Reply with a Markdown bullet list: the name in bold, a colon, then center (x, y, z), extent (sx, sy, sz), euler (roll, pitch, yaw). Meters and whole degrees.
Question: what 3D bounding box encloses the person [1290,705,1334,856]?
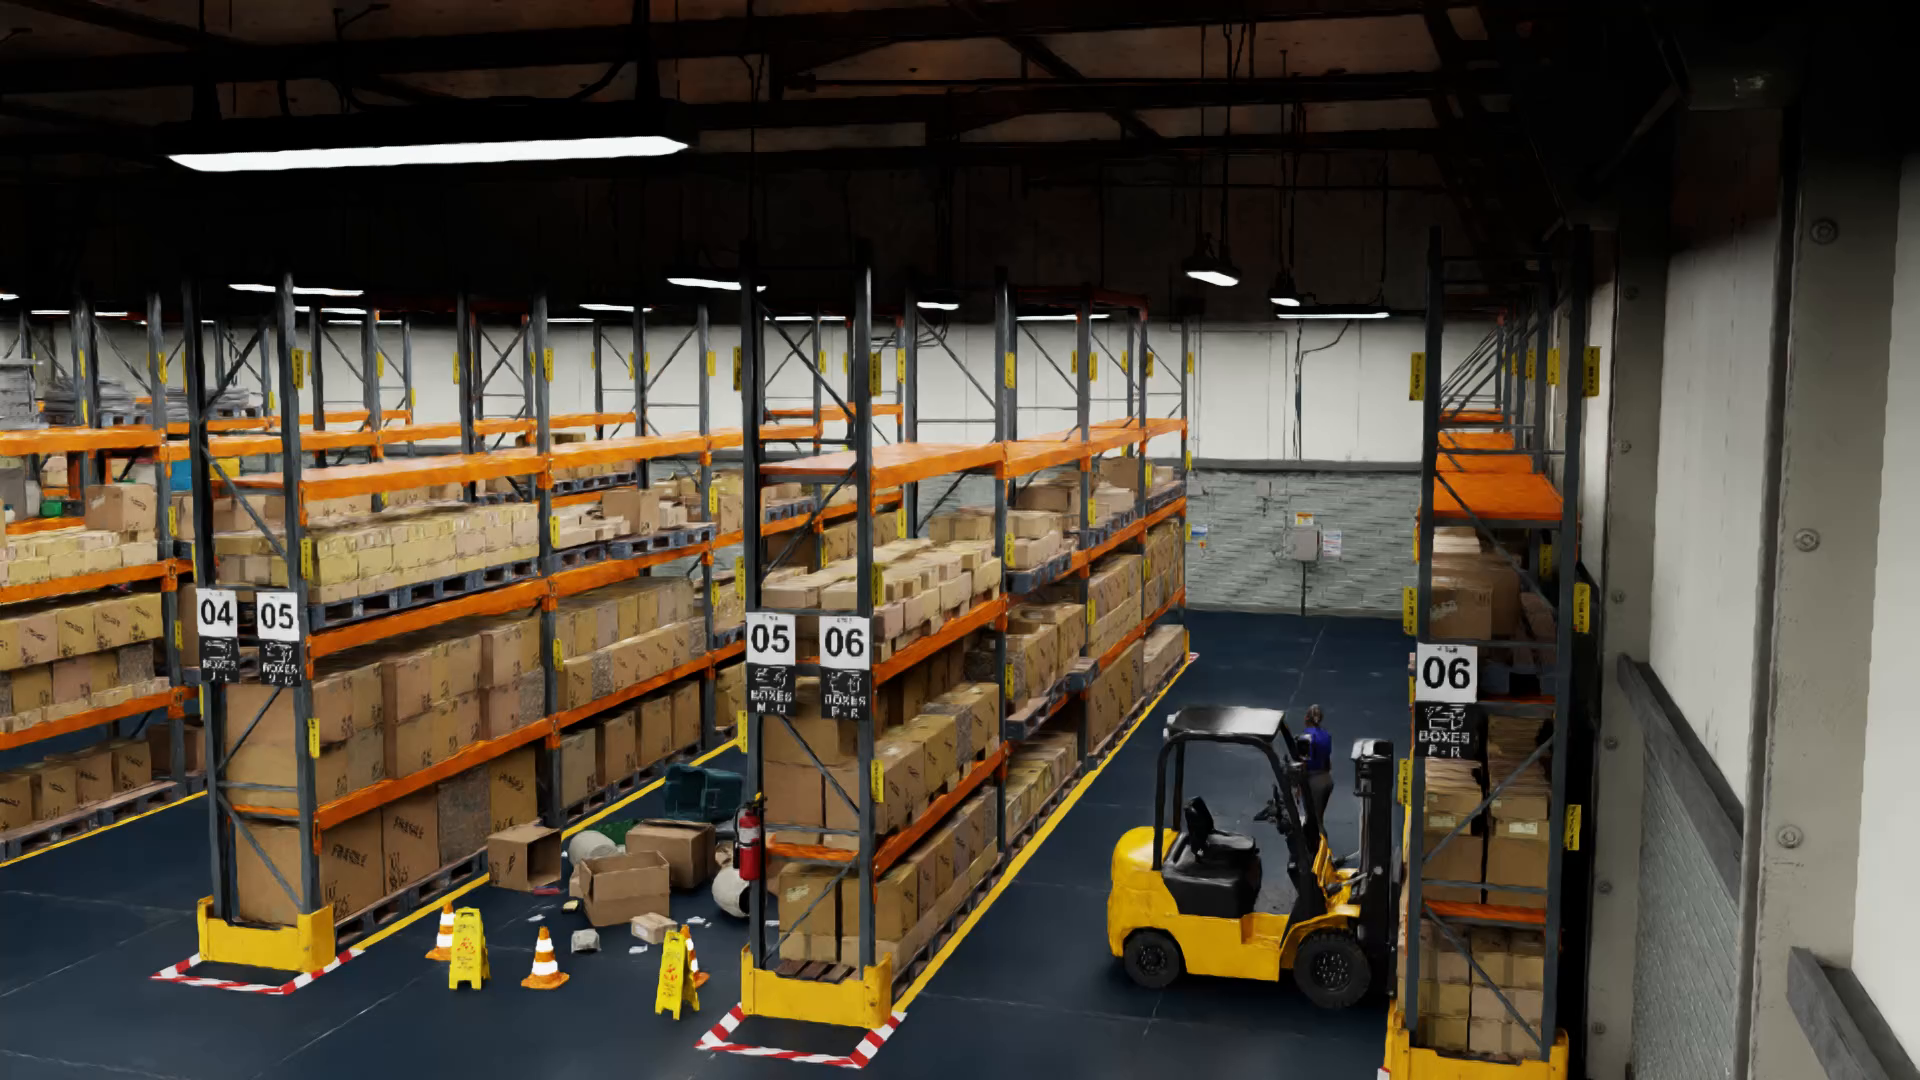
- **person**: center (3.527, 2.467, 16.709), extent (0.538, 1.652, 0.574), euler (5, 8, 40)
